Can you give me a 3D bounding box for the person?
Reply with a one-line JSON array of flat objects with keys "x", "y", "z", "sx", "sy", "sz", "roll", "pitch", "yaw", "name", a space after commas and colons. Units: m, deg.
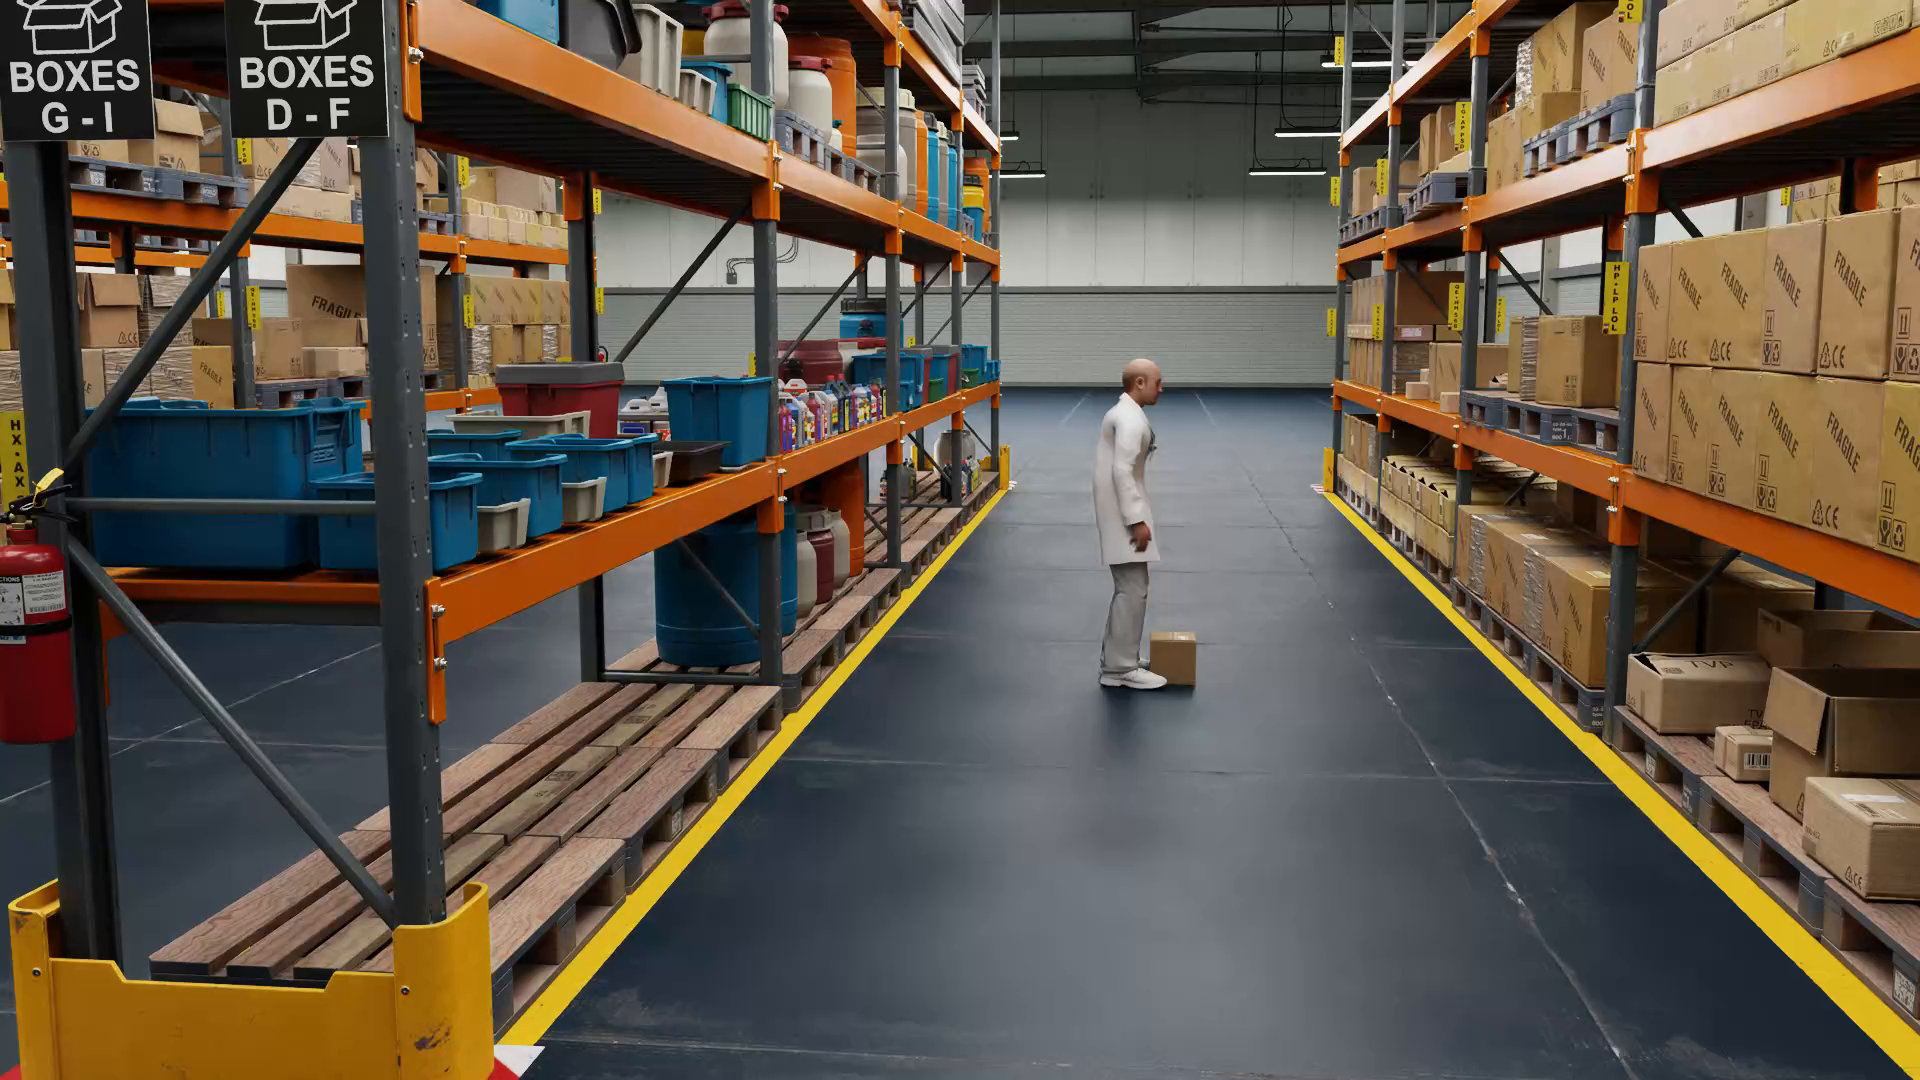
[{"x": 0.936, "y": -0.105, "z": 9.150, "sx": 0.416, "sy": 1.774, "sz": 0.656, "roll": 1, "pitch": 7, "yaw": 5, "name": "person"}]
